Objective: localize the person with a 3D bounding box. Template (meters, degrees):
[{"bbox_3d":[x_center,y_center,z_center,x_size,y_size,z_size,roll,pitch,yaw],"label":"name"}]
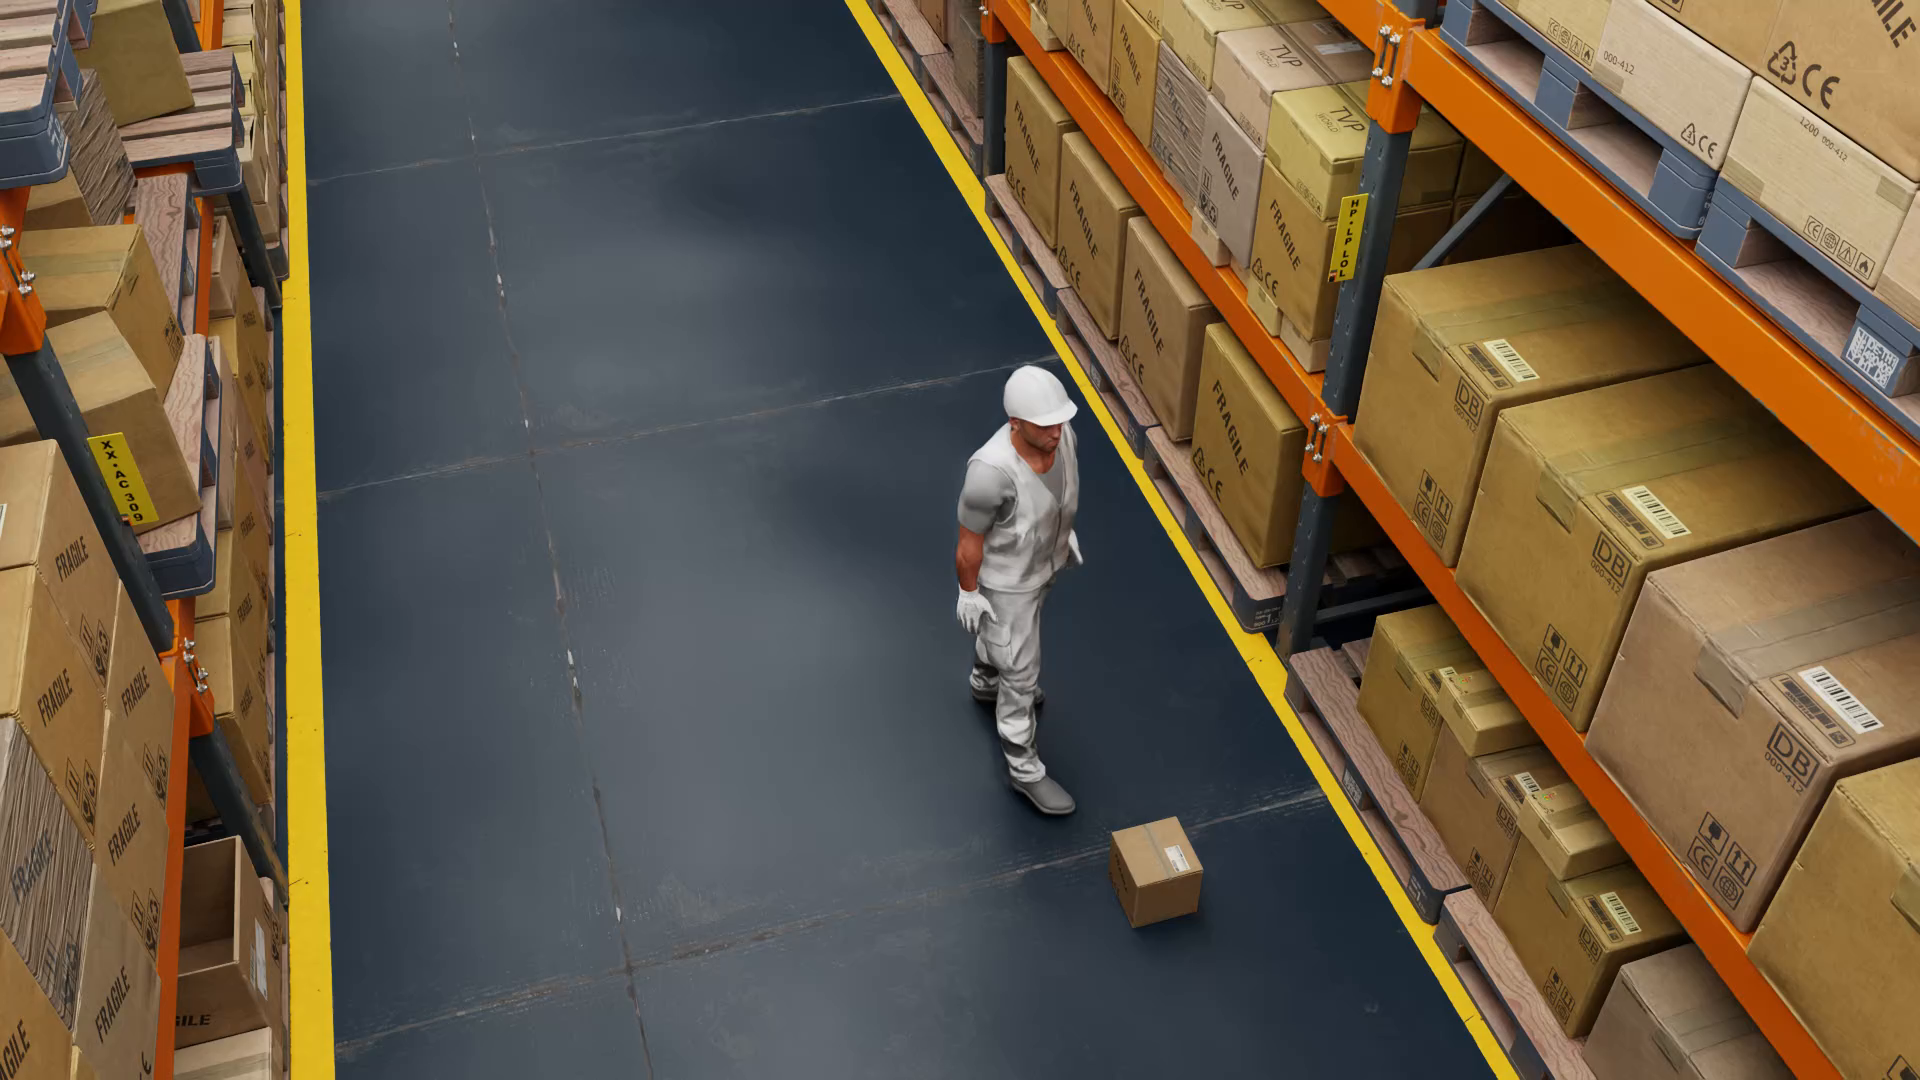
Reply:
[{"bbox_3d":[0.287,0.127,5.979,0.705,1.772,0.613,26,48,26],"label":"person"}]
